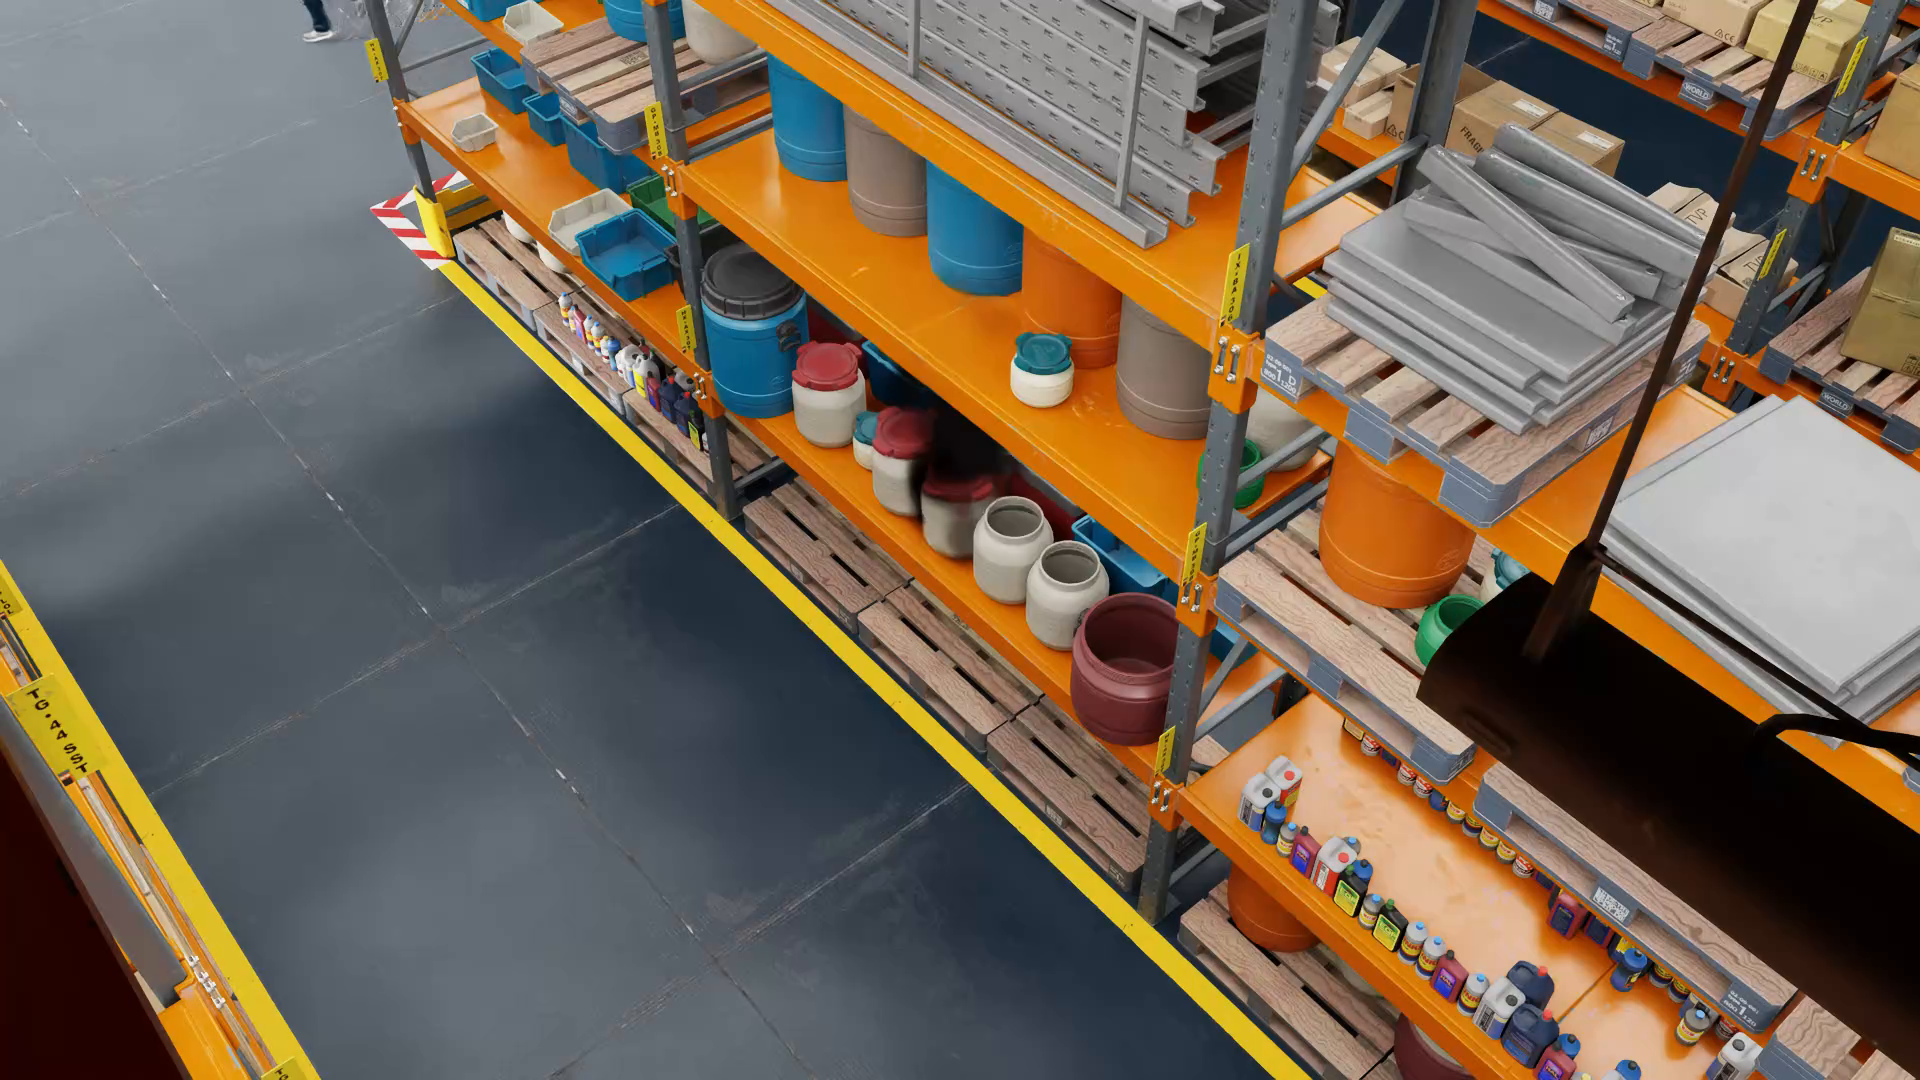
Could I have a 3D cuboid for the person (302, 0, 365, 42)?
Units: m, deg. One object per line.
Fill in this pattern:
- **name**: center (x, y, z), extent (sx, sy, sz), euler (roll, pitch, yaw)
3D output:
- **person**: center (-5.745, -5.220, 14.869), extent (0.687, 1.547, 0.549), euler (-19, 49, -17)
